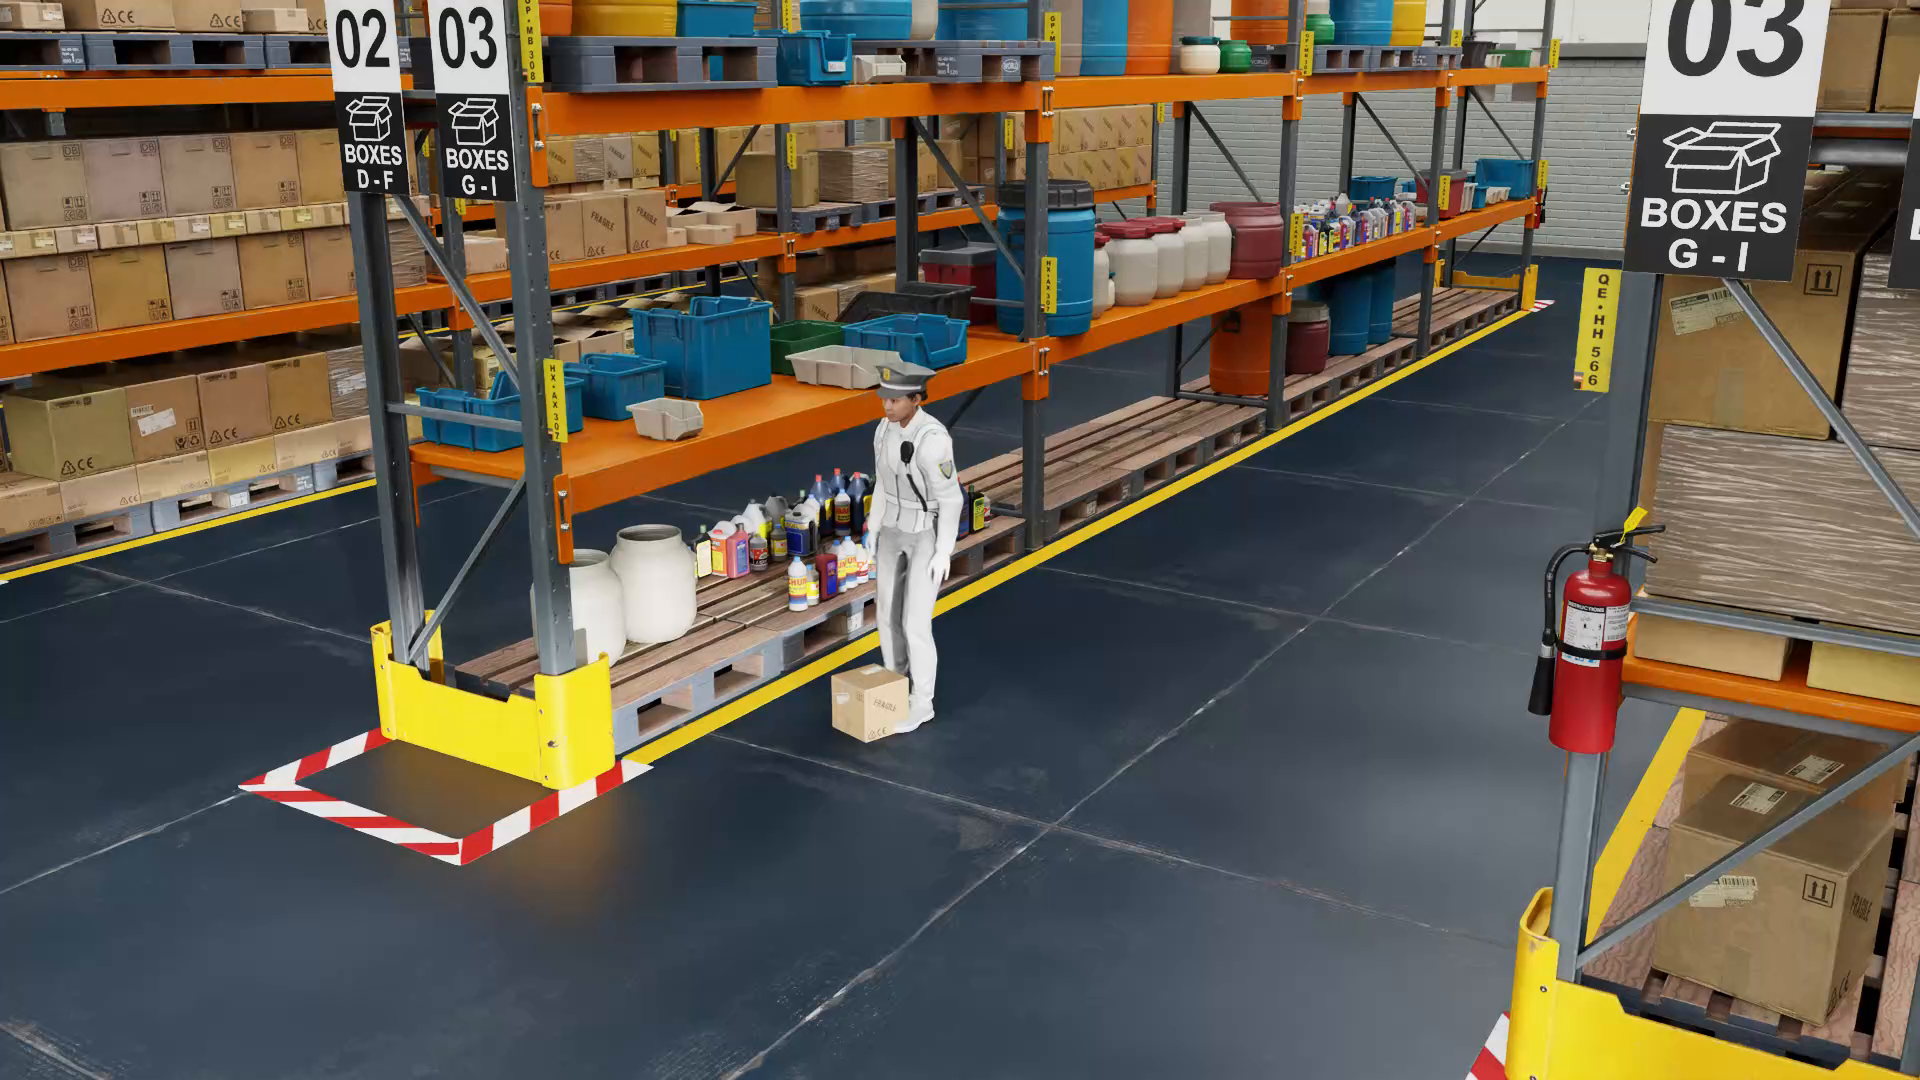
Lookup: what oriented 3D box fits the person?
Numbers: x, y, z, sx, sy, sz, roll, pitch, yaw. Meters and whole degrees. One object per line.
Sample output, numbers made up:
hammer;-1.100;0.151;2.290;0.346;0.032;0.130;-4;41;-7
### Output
person;-0.235;0.019;7.467;0.416;1.662;0.543;-15;22;-41
